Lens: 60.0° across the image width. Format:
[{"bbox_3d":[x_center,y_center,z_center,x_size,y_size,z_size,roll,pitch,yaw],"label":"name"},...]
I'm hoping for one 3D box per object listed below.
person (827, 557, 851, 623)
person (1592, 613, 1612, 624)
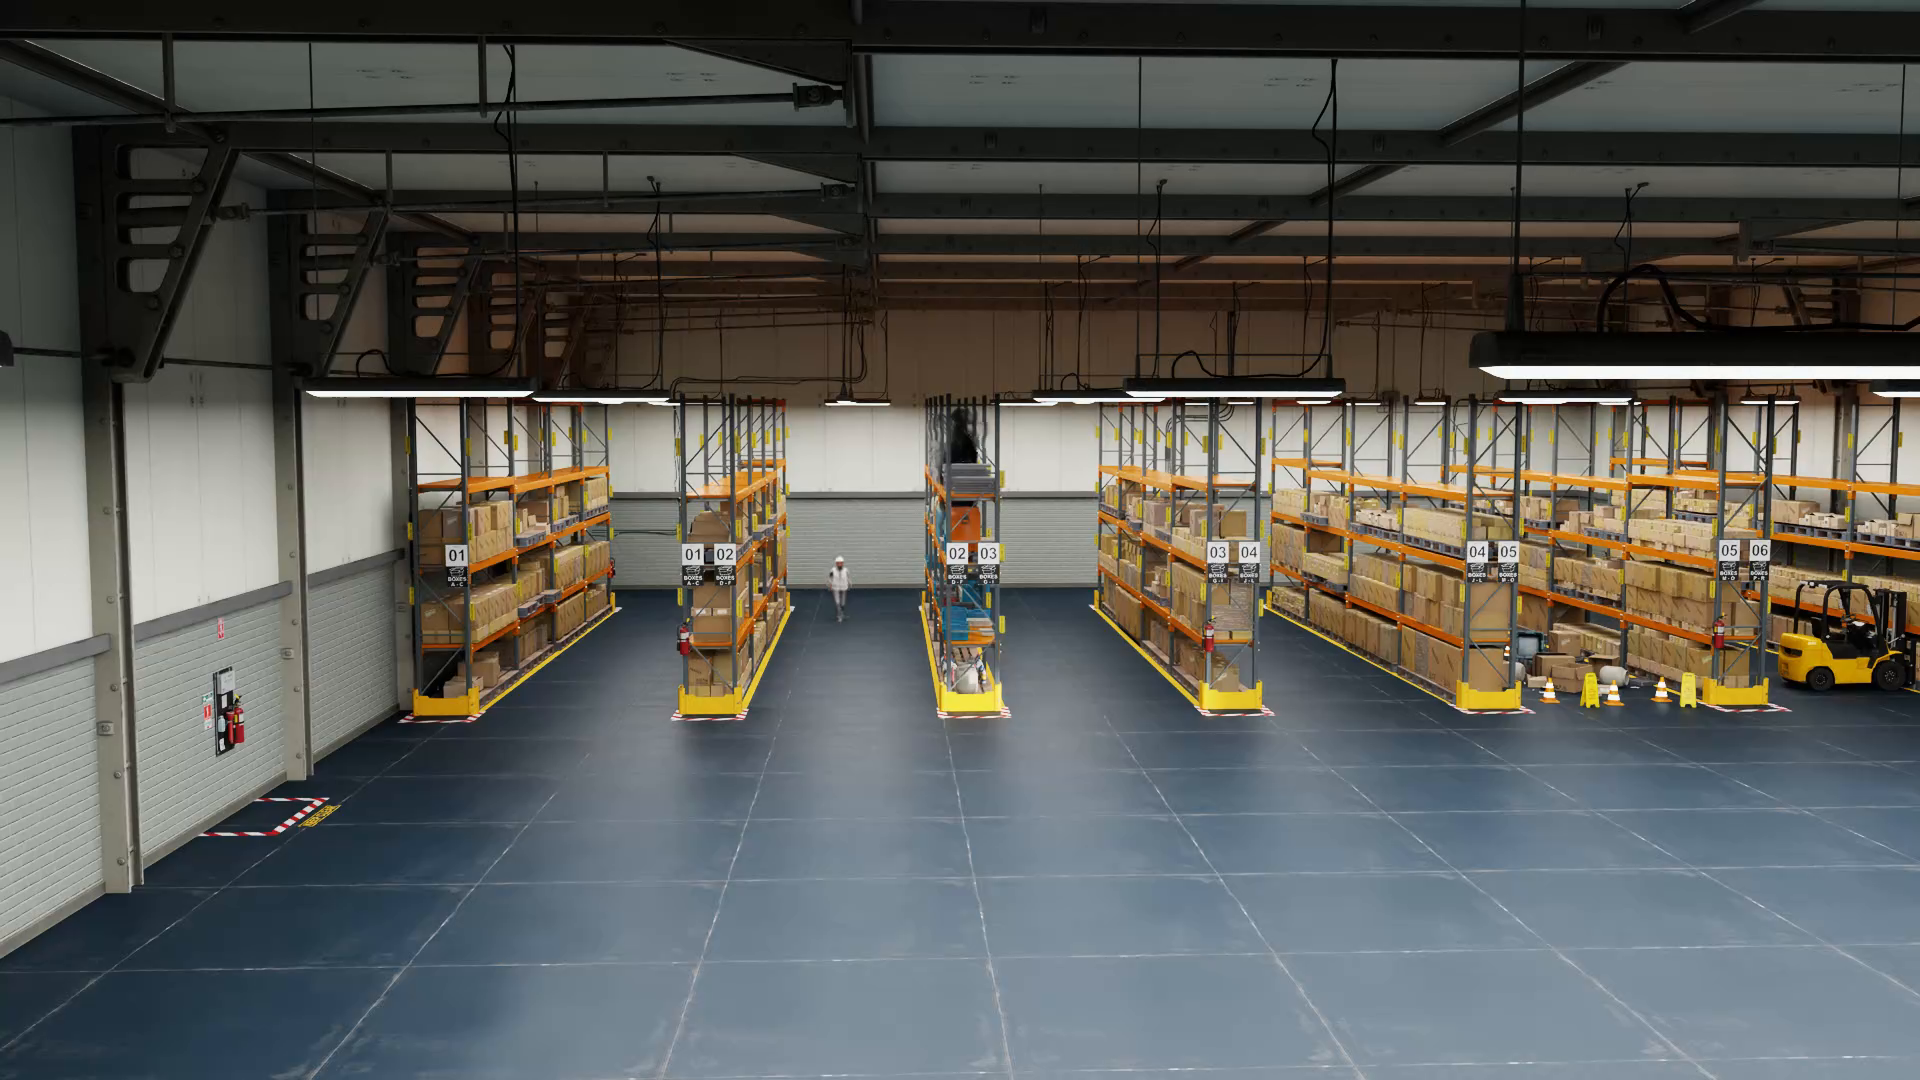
[{"bbox_3d":[-3.257,1.321,44.839,0.648,1.743,0.825,-1,5,-12],"label":"person"},{"bbox_3d":[17.040,1.368,43.925,0.660,1.763,0.840,-1,5,-18],"label":"person"}]
